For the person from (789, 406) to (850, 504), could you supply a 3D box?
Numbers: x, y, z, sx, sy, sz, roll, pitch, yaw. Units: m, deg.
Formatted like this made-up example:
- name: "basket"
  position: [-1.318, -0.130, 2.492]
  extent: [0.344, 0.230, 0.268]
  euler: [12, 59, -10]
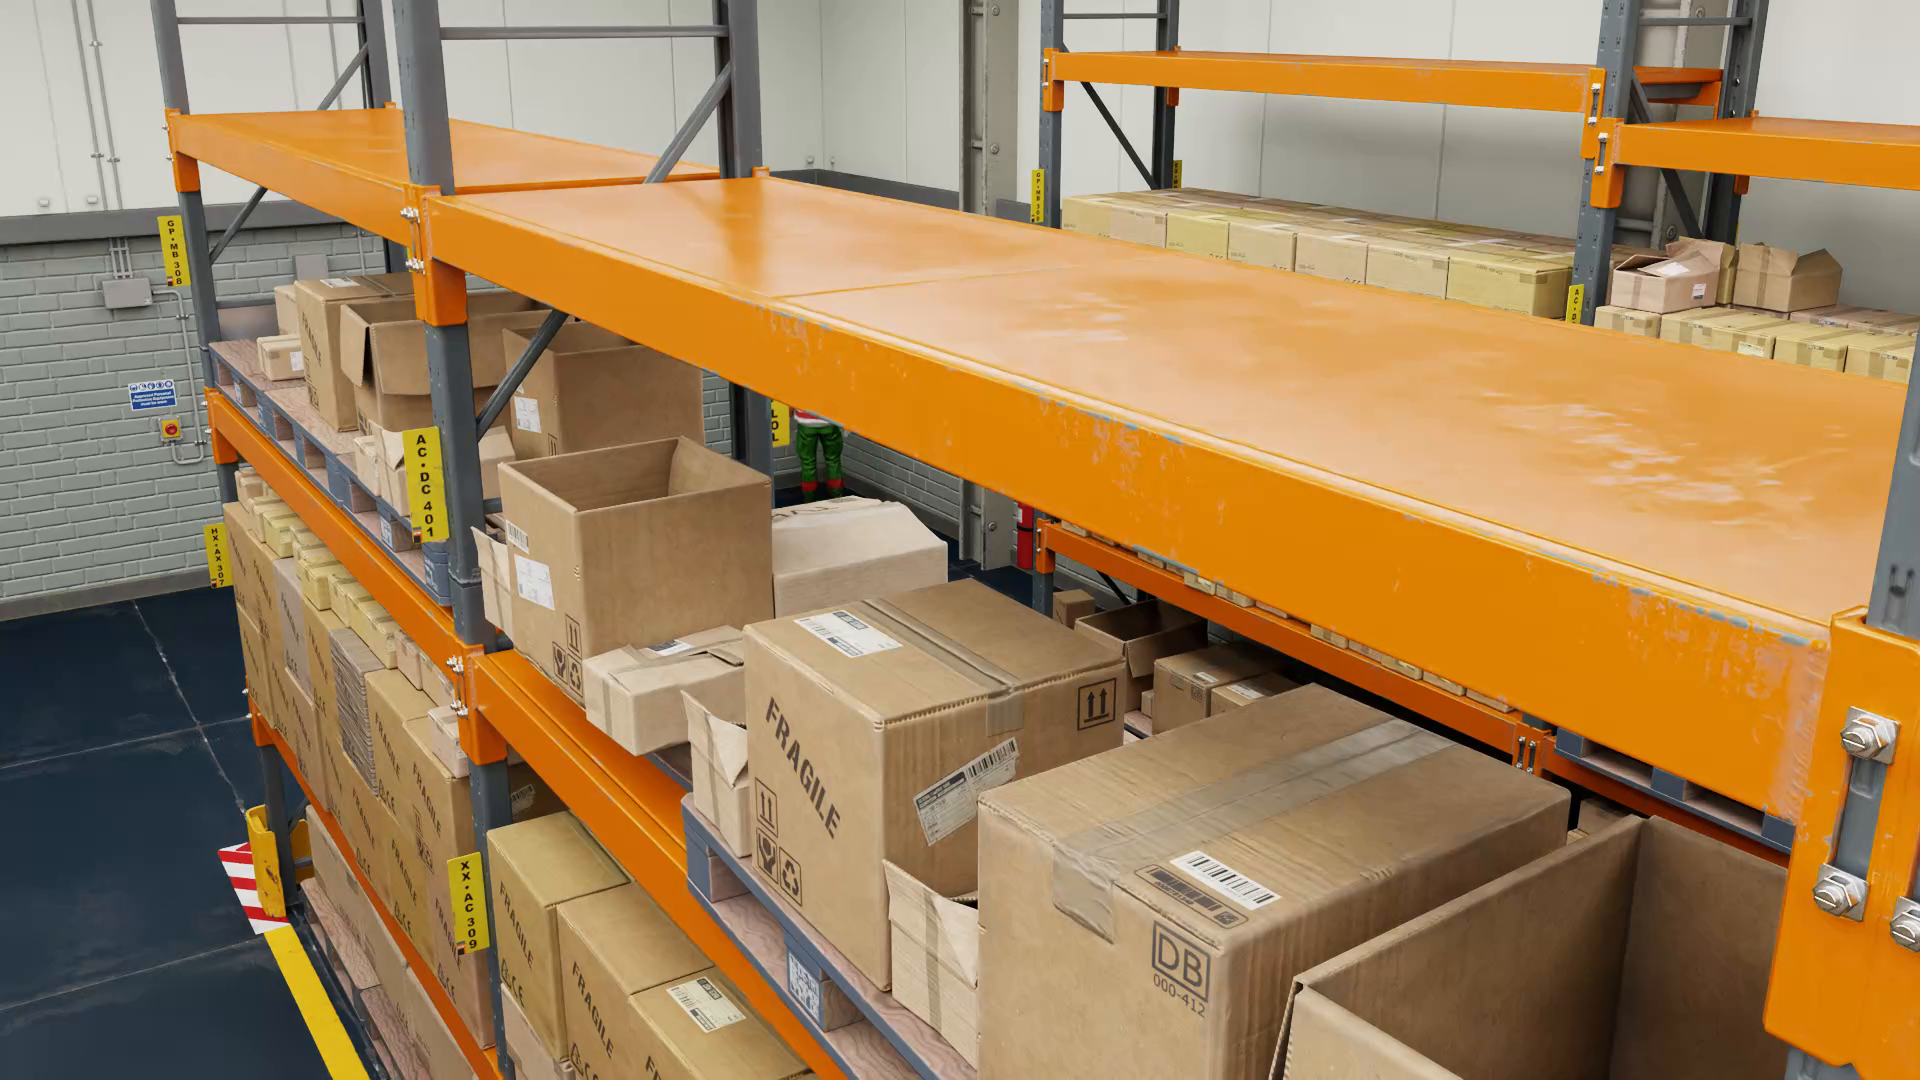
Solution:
- name: "person"
  position: [-1.314, -1.074, 15.294]
  extent: [0.587, 1.827, 0.435]
  euler: [-4, 18, -12]
